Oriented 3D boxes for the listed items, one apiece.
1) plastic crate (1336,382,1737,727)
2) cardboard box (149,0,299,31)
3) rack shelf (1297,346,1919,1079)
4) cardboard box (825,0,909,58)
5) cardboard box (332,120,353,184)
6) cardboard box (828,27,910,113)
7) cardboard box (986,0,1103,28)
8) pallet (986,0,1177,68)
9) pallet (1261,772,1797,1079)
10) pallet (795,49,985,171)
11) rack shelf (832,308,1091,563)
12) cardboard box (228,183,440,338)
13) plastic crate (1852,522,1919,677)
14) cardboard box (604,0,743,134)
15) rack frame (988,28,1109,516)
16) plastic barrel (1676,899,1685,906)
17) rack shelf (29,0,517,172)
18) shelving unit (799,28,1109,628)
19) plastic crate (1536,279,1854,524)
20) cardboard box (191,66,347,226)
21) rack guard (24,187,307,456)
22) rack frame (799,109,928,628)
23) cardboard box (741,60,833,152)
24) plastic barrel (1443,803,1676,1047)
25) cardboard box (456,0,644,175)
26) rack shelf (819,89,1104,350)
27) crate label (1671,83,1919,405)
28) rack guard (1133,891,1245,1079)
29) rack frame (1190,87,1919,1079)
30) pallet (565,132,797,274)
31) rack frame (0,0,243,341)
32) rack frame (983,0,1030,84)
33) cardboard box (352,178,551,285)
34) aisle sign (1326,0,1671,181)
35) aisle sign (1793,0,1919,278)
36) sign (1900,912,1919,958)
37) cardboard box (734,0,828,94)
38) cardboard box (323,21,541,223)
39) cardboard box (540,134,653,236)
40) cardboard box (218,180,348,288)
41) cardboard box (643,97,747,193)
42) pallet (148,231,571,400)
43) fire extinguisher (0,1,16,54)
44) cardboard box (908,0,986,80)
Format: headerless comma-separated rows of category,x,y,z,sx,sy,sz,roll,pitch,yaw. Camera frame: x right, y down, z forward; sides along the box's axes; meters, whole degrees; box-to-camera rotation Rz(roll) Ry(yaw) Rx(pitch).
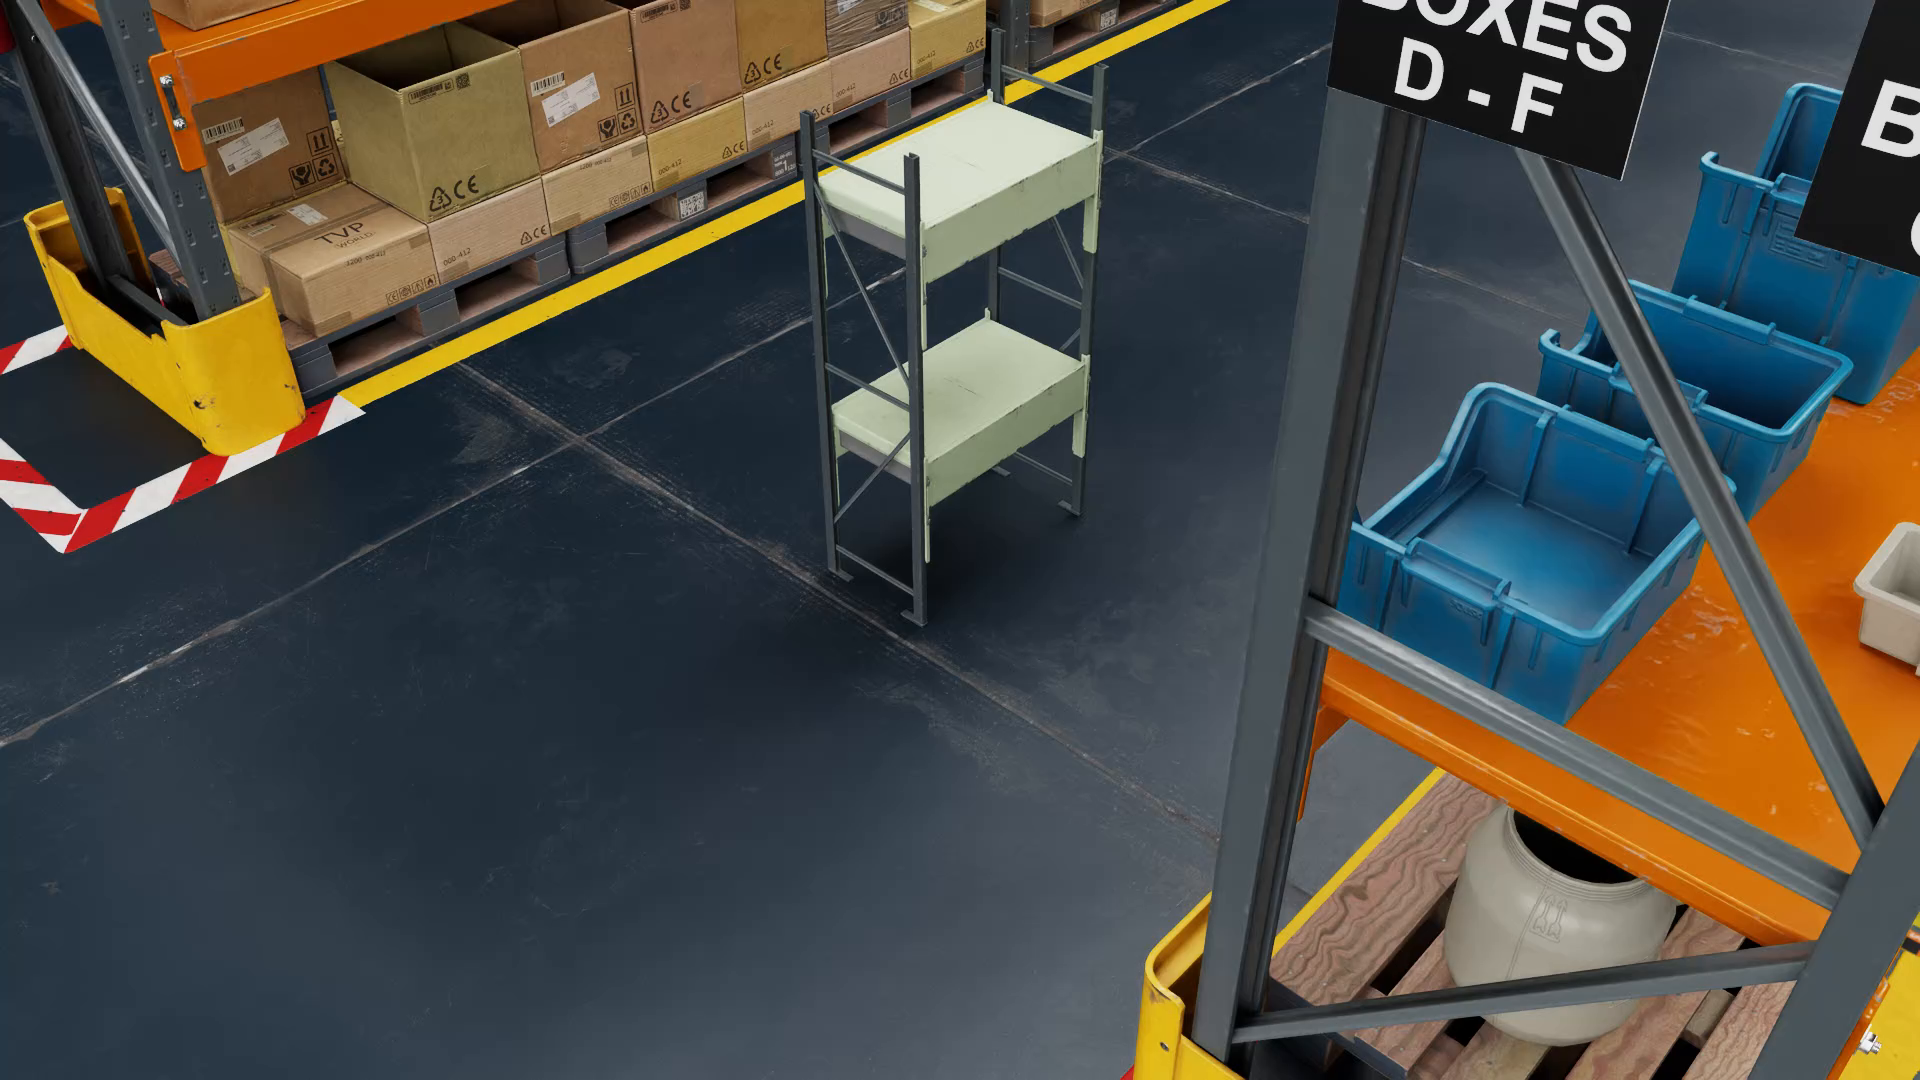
plastic crate,0.995,0.010,2.947,0.499,0.251,0.616,30,47,32
cardboard box,-2.451,-2.022,5.303,0.700,0.500,0.500,30,47,32
rack shelf,2.228,-0.330,3.833,1.077,0.370,4.000,30,47,32
cardboard box,-0.574,-2.464,7.208,0.500,0.500,0.500,30,47,32
cardboard box,-2.303,-1.467,6.557,0.500,0.250,0.500,30,47,32
cardboard box,-0.573,-2.169,7.440,0.500,0.250,0.500,30,47,32
cardboard box,0.378,-2.781,8.209,0.500,0.250,0.500,28,47,31
pallet,0.391,-2.875,8.696,1.003,0.211,1.213,30,47,32
pallet,1.447,0.973,3.856,1.003,0.211,1.213,30,47,32
pallet,-0.644,-2.173,7.812,1.003,0.211,1.213,30,47,32
rack shelf,-0.005,-0.329,4.982,0.431,0.370,0.720,30,47,32
cardboard box,-2.249,-1.015,5.988,0.500,0.250,0.500,30,47,32
plastic crate,1.720,0.135,2.882,0.298,0.136,0.250,30,47,32
cardboard box,-1.236,-1.997,6.620,0.500,0.500,0.500,30,47,32
rack frame,0.242,-0.752,4.991,0.400,1.500,0.023,30,47,32
plastic barrel,1.604,0.552,3.807,0.421,0.512,0.421,0,38,0
rack shelf,-1.426,-2.411,6.450,1.077,0.370,4.000,30,47,32
shelving unit,-0.004,-0.584,4.779,0.431,1.500,0.755,30,47,32
plastic crate,1.437,-0.286,3.319,0.499,0.251,0.408,30,47,32
cardboard box,-2.633,-1.527,6.030,0.500,0.500,0.500,30,47,32
rack guard,-2.792,-0.785,5.835,1.175,0.500,0.348,30,47,32
rack frame,-0.251,-0.416,4.568,0.400,1.500,0.023,30,47,32
cardboard box,-0.899,-1.934,7.143,0.500,0.250,0.500,30,47,32
plastic barrel,1.266,0.782,3.517,0.421,0.512,0.421,0,38,0
cardboard box,-1.586,-1.774,6.341,0.500,0.500,0.500,30,47,32
rack shelf,-0.004,-0.889,4.536,0.431,0.370,0.720,30,47,32
crate label,1.920,-0.665,3.648,0.502,0.435,0.616,30,47,32
rack guard,0.895,1.231,3.300,1.175,0.500,0.348,30,47,32
rack frame,0.881,0.309,2.451,0.949,2.616,0.053,30,47,32
pallet,-1.467,-1.609,7.104,1.003,0.211,1.213,30,47,32
rack frame,-2.775,-1.774,5.071,1.000,3.000,0.127,30,47,32
rack frame,-0.077,-3.612,7.382,1.000,3.000,0.127,30,47,32
cardboard box,-1.915,-1.246,6.279,0.500,0.250,0.500,30,47,32
aisle sign,0.611,-0.802,1.759,0.394,0.787,0.004,30,47,32
aisle sign,1.046,-0.554,1.448,0.394,0.787,0.004,30,47,32
sign,1.281,0.432,2.074,0.100,0.325,0.005,30,47,32
cardboard box,-0.909,-2.232,6.917,0.500,0.500,0.500,30,47,32
cardboard box,-1.914,-1.539,6.045,0.500,0.500,0.500,30,47,32
cardboard box,-1.577,-1.476,6.568,0.500,0.250,0.500,30,47,32
cardboard box,-2.632,-1.233,6.262,0.500,0.250,0.500,30,47,32
cardboard box,-1.236,-1.704,6.854,0.500,0.250,0.500,30,47,32
pallet,-2.290,-1.052,6.403,1.003,0.211,1.213,30,47,32
fire extinguisher,-3.198,-1.885,5.272,0.296,0.674,0.183,30,47,32
cardboard box,-0.228,-2.395,7.724,0.500,0.250,0.500,30,47,32
